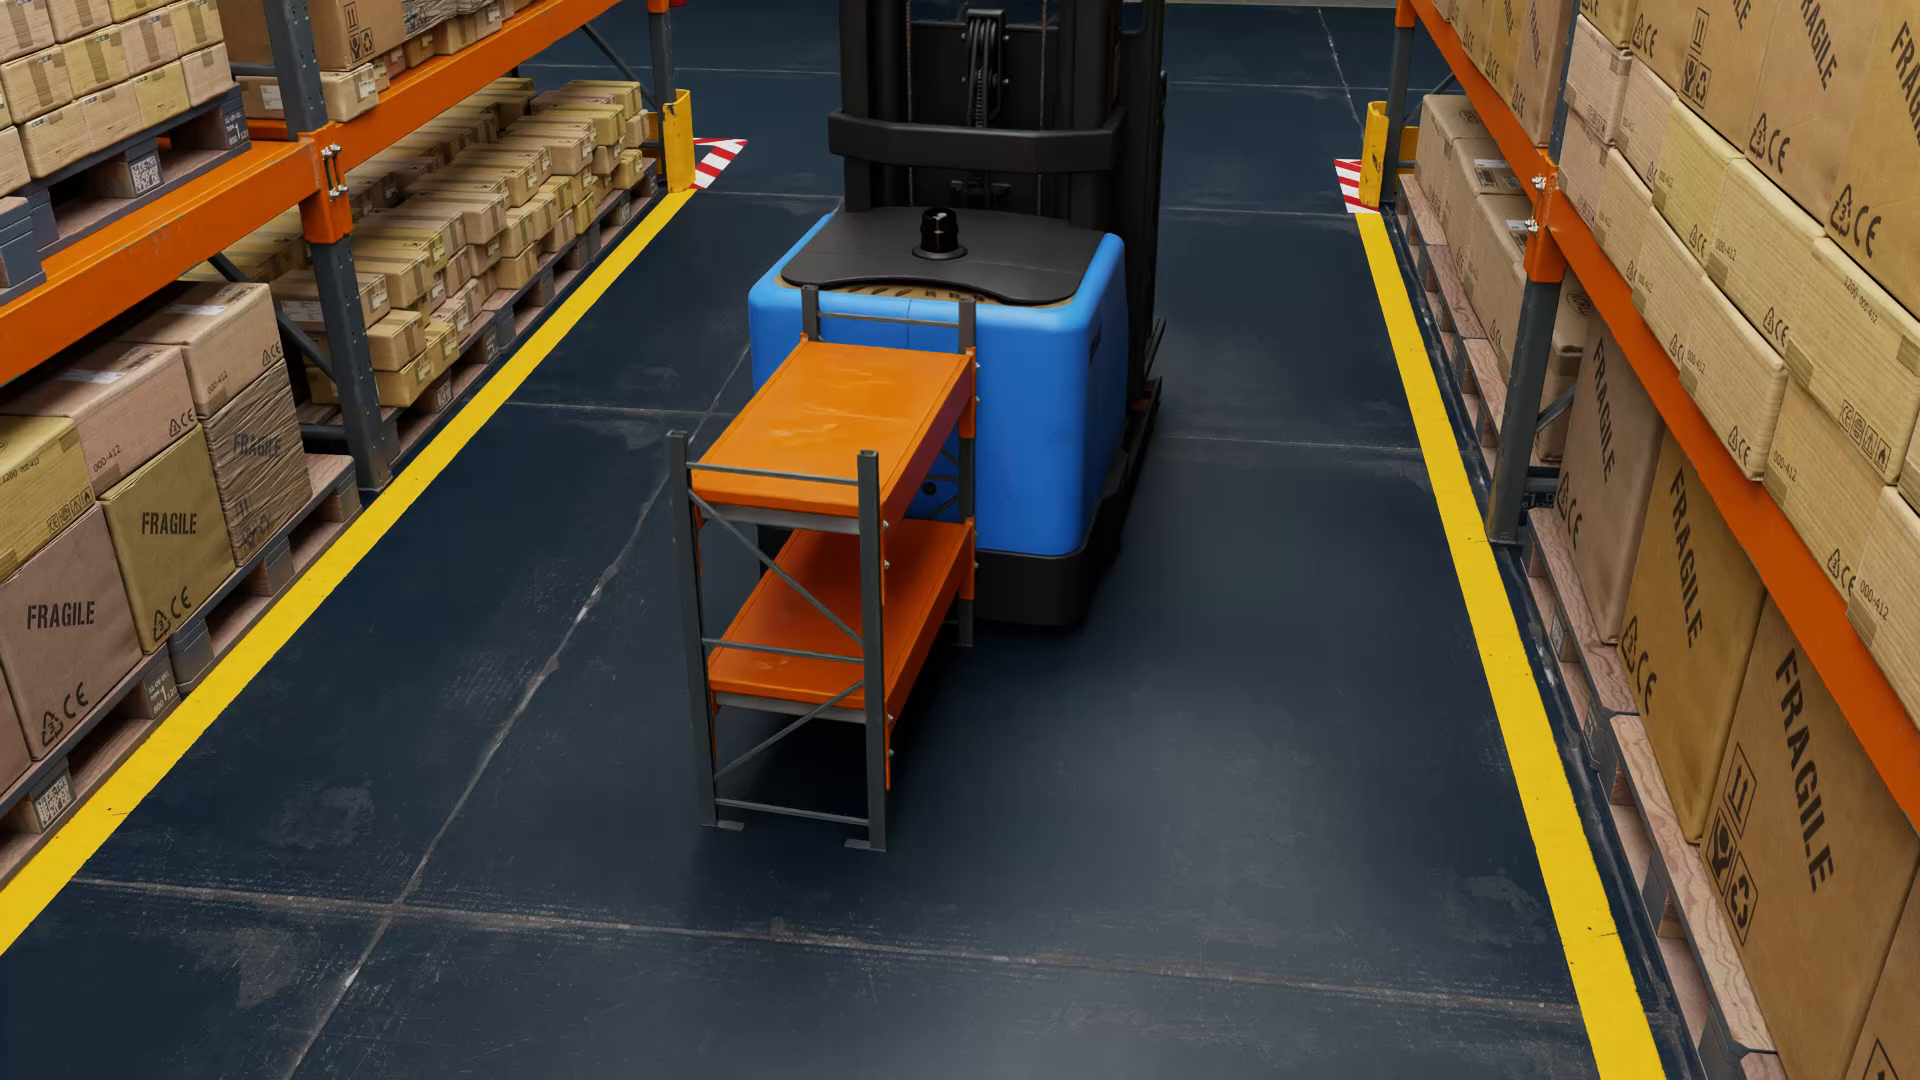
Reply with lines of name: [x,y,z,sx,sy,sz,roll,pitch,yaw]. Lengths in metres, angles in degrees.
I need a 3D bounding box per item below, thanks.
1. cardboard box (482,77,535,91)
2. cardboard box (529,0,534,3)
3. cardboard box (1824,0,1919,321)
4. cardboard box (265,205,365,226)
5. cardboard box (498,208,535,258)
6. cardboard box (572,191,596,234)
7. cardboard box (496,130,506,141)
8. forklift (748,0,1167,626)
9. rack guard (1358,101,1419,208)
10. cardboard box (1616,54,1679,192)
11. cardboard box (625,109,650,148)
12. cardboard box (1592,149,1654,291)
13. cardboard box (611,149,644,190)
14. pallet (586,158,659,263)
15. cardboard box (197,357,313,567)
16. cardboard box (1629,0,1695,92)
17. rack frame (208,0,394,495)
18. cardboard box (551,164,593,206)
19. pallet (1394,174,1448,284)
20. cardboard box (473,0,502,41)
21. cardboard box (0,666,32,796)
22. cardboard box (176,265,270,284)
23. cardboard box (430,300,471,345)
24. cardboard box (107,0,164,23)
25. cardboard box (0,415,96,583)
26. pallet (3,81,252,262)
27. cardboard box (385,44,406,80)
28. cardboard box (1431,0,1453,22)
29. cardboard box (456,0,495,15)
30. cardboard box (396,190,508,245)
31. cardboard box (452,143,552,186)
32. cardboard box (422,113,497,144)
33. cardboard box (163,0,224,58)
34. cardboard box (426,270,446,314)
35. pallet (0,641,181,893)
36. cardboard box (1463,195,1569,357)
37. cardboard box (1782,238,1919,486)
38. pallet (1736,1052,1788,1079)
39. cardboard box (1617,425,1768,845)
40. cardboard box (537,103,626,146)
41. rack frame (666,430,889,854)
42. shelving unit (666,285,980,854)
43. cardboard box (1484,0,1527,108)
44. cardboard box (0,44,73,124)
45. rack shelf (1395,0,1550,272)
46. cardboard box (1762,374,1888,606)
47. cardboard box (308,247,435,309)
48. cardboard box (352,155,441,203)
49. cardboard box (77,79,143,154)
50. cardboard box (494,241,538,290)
cardboard box: [-2.513,-2.391,8.960,0.380,0.149,0.250,2,28,4]
cardboard box: [-2.117,-2.544,7.574,0.380,0.149,0.250,2,28,4]
cardboard box: [1.759,-0.638,2.612,0.500,0.500,0.500,3,28,6]
cardboard box: [-2.692,-1.275,6.890,0.380,0.149,0.250,4,29,8]
cardboard box: [-2.117,-1.367,7.374,0.380,0.149,0.250,3,28,6]
cardboard box: [-2.005,-1.609,8.136,0.380,0.149,0.250,2,28,4]
cardboard box: [-2.463,-2.009,8.565,0.380,0.149,0.250,4,29,7]
forklift: [0.188,-1.706,5.827,1.130,2.935,3.031,6,29,11]
rack guard: [2.816,-2.096,9.114,1.175,0.500,0.348,3,28,6]
cardboard box: [1.953,-1.019,4.110,0.500,0.250,0.500,4,29,7]
cardboard box: [-1.894,-2.221,8.960,0.380,0.149,0.250,3,28,5]
cardboard box: [1.945,-0.801,4.233,0.500,0.250,0.500,3,28,5]
cardboard box: [-1.901,-1.969,8.805,0.380,0.149,0.250,4,29,8]
pallet: [-2.256,-1.782,8.835,1.003,0.211,1.213,3,28,6]
cardboard box: [-2.443,-0.264,5.271,0.500,0.500,0.500,3,28,5]
cardboard box: [1.949,-1.355,3.944,0.500,0.500,0.500,3,28,6]
rack frame: [-2.602,-1.543,5.451,1.000,3.000,0.127,3,28,6]
cardboard box: [-2.006,-1.732,8.052,0.380,0.149,0.250,4,29,7]
pallet: [2.793,-1.577,8.455,1.003,0.211,1.213,3,28,6]
cardboard box: [-2.130,-2.169,6.879,0.380,0.149,0.250,5,29,8]
cardboard box: [-2.636,0.459,3.929,0.500,0.500,0.500,3,28,5]
cardboard box: [-2.817,-0.917,6.226,0.380,0.149,0.250,4,29,8]
cardboard box: [-2.227,-0.871,6.767,0.380,0.149,0.250,3,28,6]
cardboard box: [-2.490,-1.552,4.663,0.380,0.149,0.250,3,28,5]
cardboard box: [-2.569,-0.101,4.177,0.500,0.250,0.500,2,28,4]
pallet: [-2.840,-1.107,4.845,1.003,0.211,1.213,3,28,6]
cardboard box: [-2.304,-1.801,6.195,0.380,0.149,0.250,2,28,4]
cardboard box: [2.355,-2.542,7.201,0.500,0.500,0.500,3,28,6]
cardboard box: [-2.140,-2.405,6.632,0.500,0.500,0.500,3,28,5]
cardboard box: [-2.158,-1.372,7.070,0.380,0.149,0.250,4,29,7]
cardboard box: [-2.134,-1.744,7.760,0.380,0.149,0.250,2,28,4]
cardboard box: [-2.534,-2.021,8.275,0.380,0.149,0.250,2,28,4]
cardboard box: [-2.455,-1.549,4.972,0.380,0.149,0.250,4,29,8]
cardboard box: [-2.304,-0.997,6.687,0.380,0.149,0.250,3,28,6]
pallet: [-2.843,0.627,4.363,1.003,0.211,1.213,3,28,6]
cardboard box: [2.615,-1.070,6.833,0.875,0.438,0.875,3,28,5]
cardboard box: [1.742,-0.300,2.776,0.500,0.250,0.500,3,28,5]
pallet: [2.004,1.441,2.853,1.003,0.211,1.213,3,28,6]
cardboard box: [2.223,0.170,4.069,0.875,0.875,0.875,4,29,8]
cardboard box: [-1.919,-2.109,8.438,0.380,0.149,0.250,3,28,5]
rack frame: [-0.430,0.274,4.055,0.500,1.125,0.032,6,29,11]
shelving unit: [-0.316,0.039,4.491,0.538,1.125,1.048,6,29,11]
cardboard box: [2.184,-1.822,5.865,0.500,0.500,0.500,3,28,5]
cardboard box: [-2.548,-1.180,4.285,0.380,0.149,0.250,2,28,5]
rack shelf: [2.568,-1.927,6.924,1.077,0.370,4.000,3,28,6]
cardboard box: [1.762,-0.084,2.902,0.500,0.250,0.500,3,28,6]
cardboard box: [-2.262,-1.011,6.400,0.380,0.149,0.250,5,29,9]
cardboard box: [-2.591,-1.646,7.578,0.380,0.149,0.250,3,29,6]
cardboard box: [-2.518,-1.179,4.598,0.380,0.149,0.250,3,28,6]
cardboard box: [-2.120,-1.239,7.449,0.380,0.149,0.250,3,28,5]
